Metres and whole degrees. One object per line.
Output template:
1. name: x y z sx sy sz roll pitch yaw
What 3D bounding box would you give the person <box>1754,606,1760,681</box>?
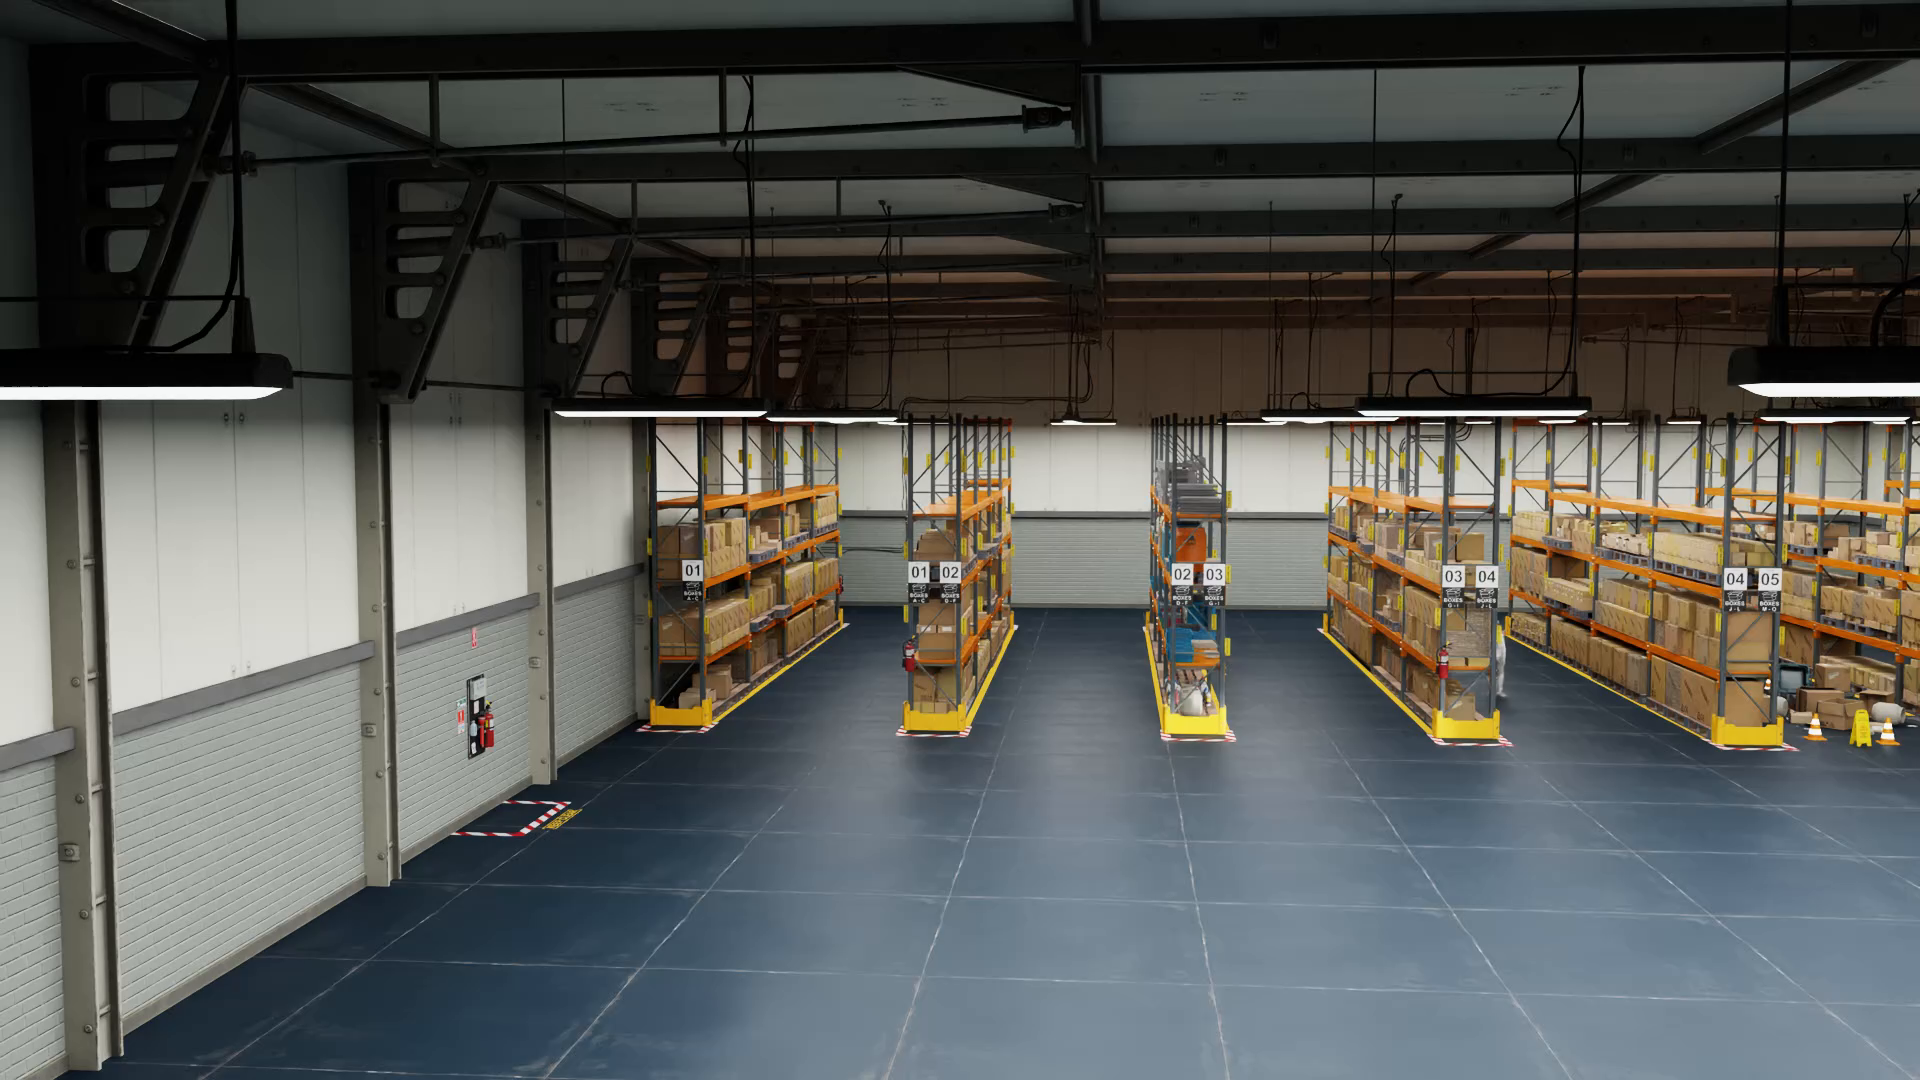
1. person: 17.557 2.336 36.825 0.529 1.762 0.534 -1 4 -10

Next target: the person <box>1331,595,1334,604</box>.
1. person: 11.324 1.483 49.563 0.448 1.795 0.606 -1 4 -15

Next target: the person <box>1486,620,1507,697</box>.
1. person: 11.313 2.522 35.235 0.512 1.674 0.516 0 4 6

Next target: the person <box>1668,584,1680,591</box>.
1. person: 18.698 1.909 43.410 0.581 1.773 0.598 -2 4 -30
